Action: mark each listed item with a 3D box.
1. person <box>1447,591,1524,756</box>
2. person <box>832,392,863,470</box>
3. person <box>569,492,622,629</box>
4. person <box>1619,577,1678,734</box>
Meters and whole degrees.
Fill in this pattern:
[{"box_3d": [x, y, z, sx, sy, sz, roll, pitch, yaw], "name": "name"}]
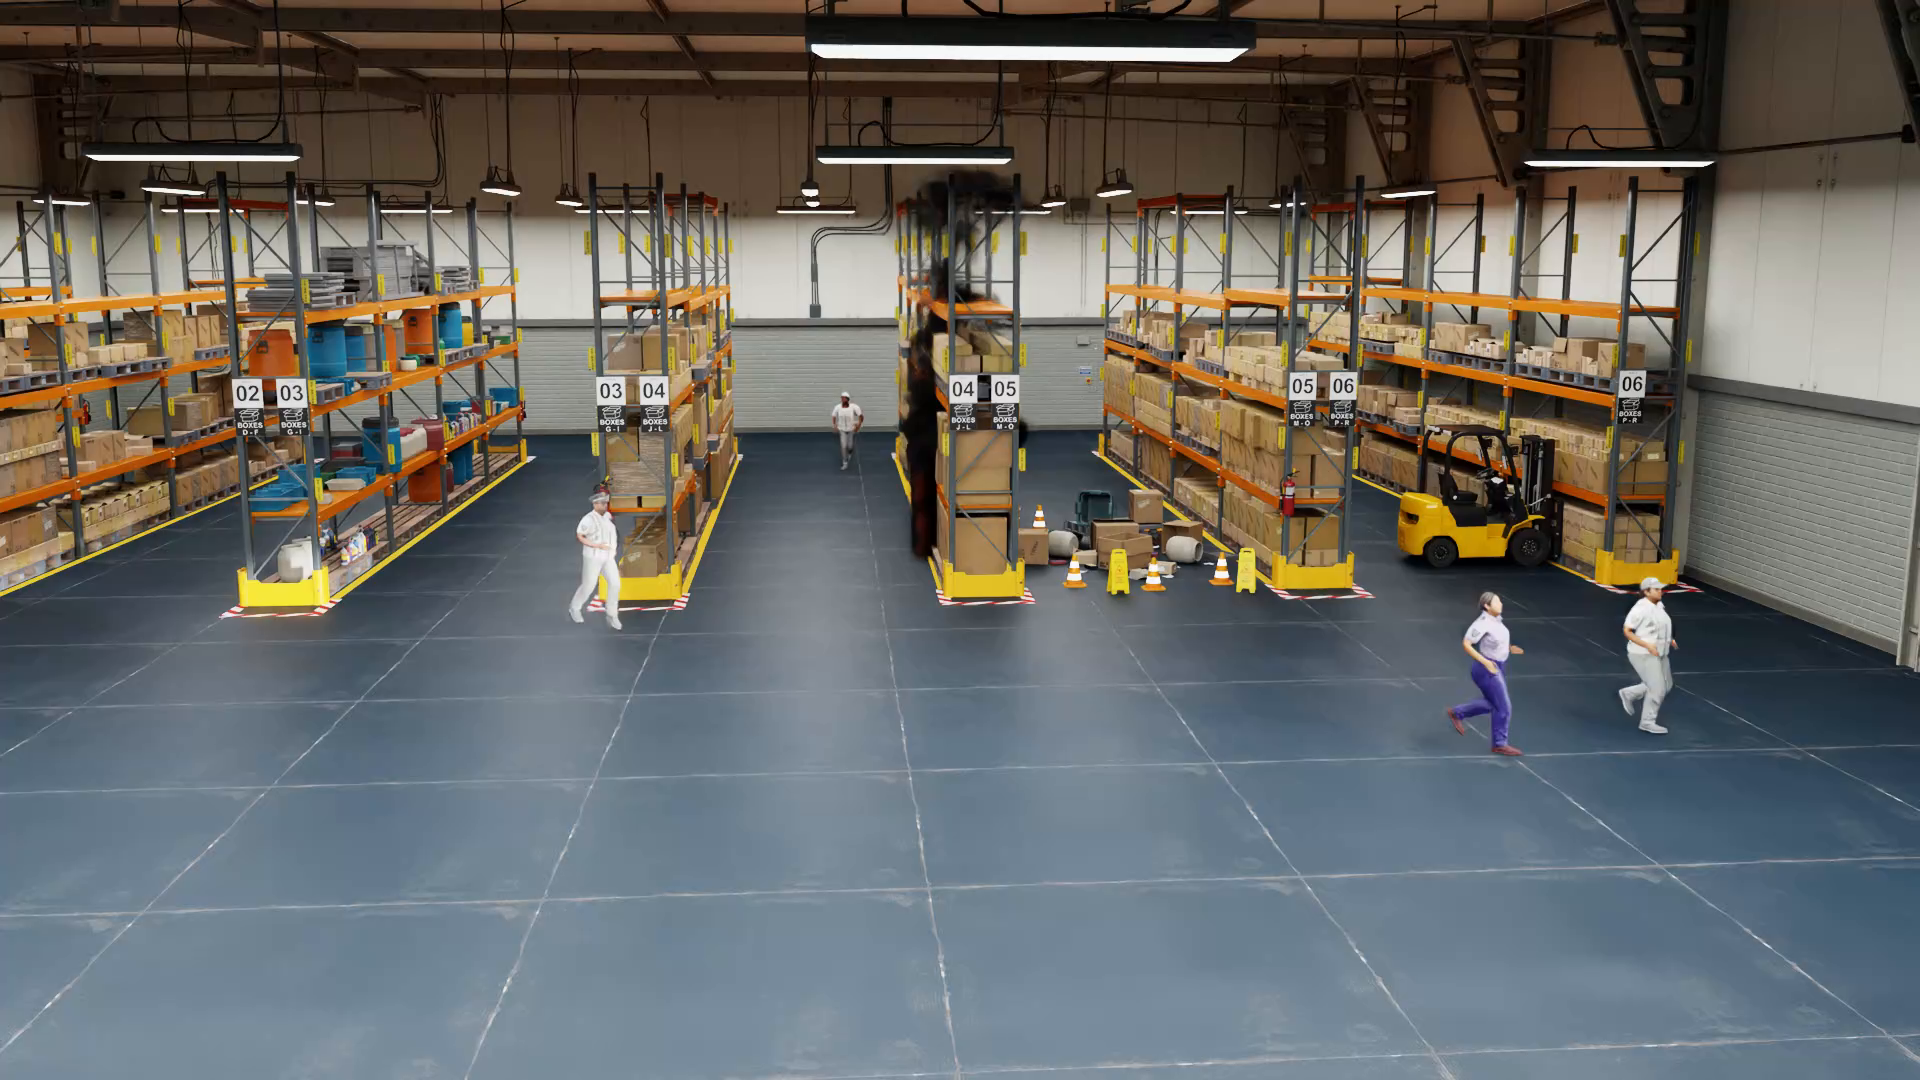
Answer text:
[{"box_3d": [5.266, 1.309, 16.644, 0.813, 1.612, 0.620, 7, 12, 33], "name": "person"}, {"box_3d": [-2.569, -2.514, 37.999, 0.722, 1.750, 0.680, 0, 10, 2], "name": "person"}, {"box_3d": [-4.821, 0.254, 22.220, 0.885, 1.812, 0.703, 7, 12, 36], "name": "person"}, {"box_3d": [7.154, 1.179, 17.366, 0.609, 1.617, 0.629, -8, 13, -38], "name": "person"}]
